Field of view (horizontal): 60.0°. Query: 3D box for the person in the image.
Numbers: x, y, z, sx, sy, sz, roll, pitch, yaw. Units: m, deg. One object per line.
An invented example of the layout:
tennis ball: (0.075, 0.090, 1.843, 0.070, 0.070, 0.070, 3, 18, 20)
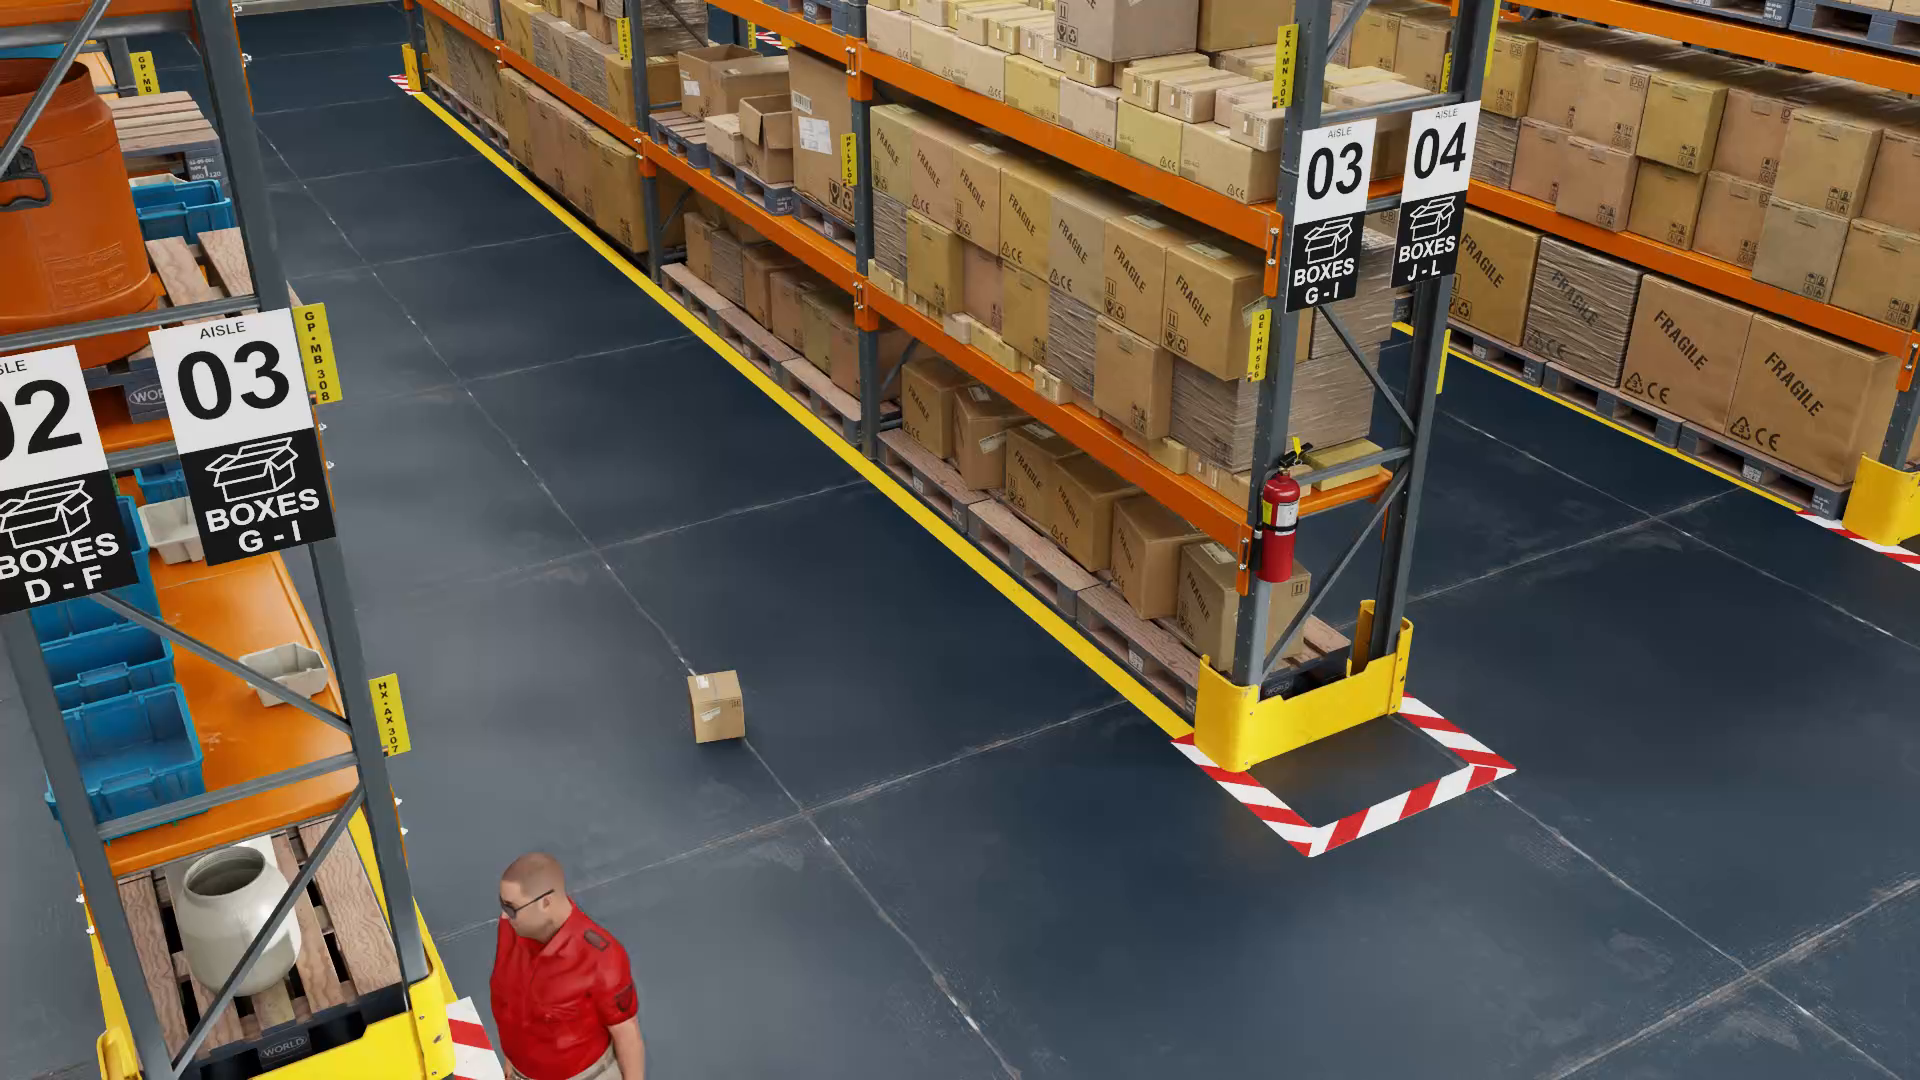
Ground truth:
person: (-1.244, 1.722, 5.423, 0.549, 1.705, 0.570, 16, 33, 27)
